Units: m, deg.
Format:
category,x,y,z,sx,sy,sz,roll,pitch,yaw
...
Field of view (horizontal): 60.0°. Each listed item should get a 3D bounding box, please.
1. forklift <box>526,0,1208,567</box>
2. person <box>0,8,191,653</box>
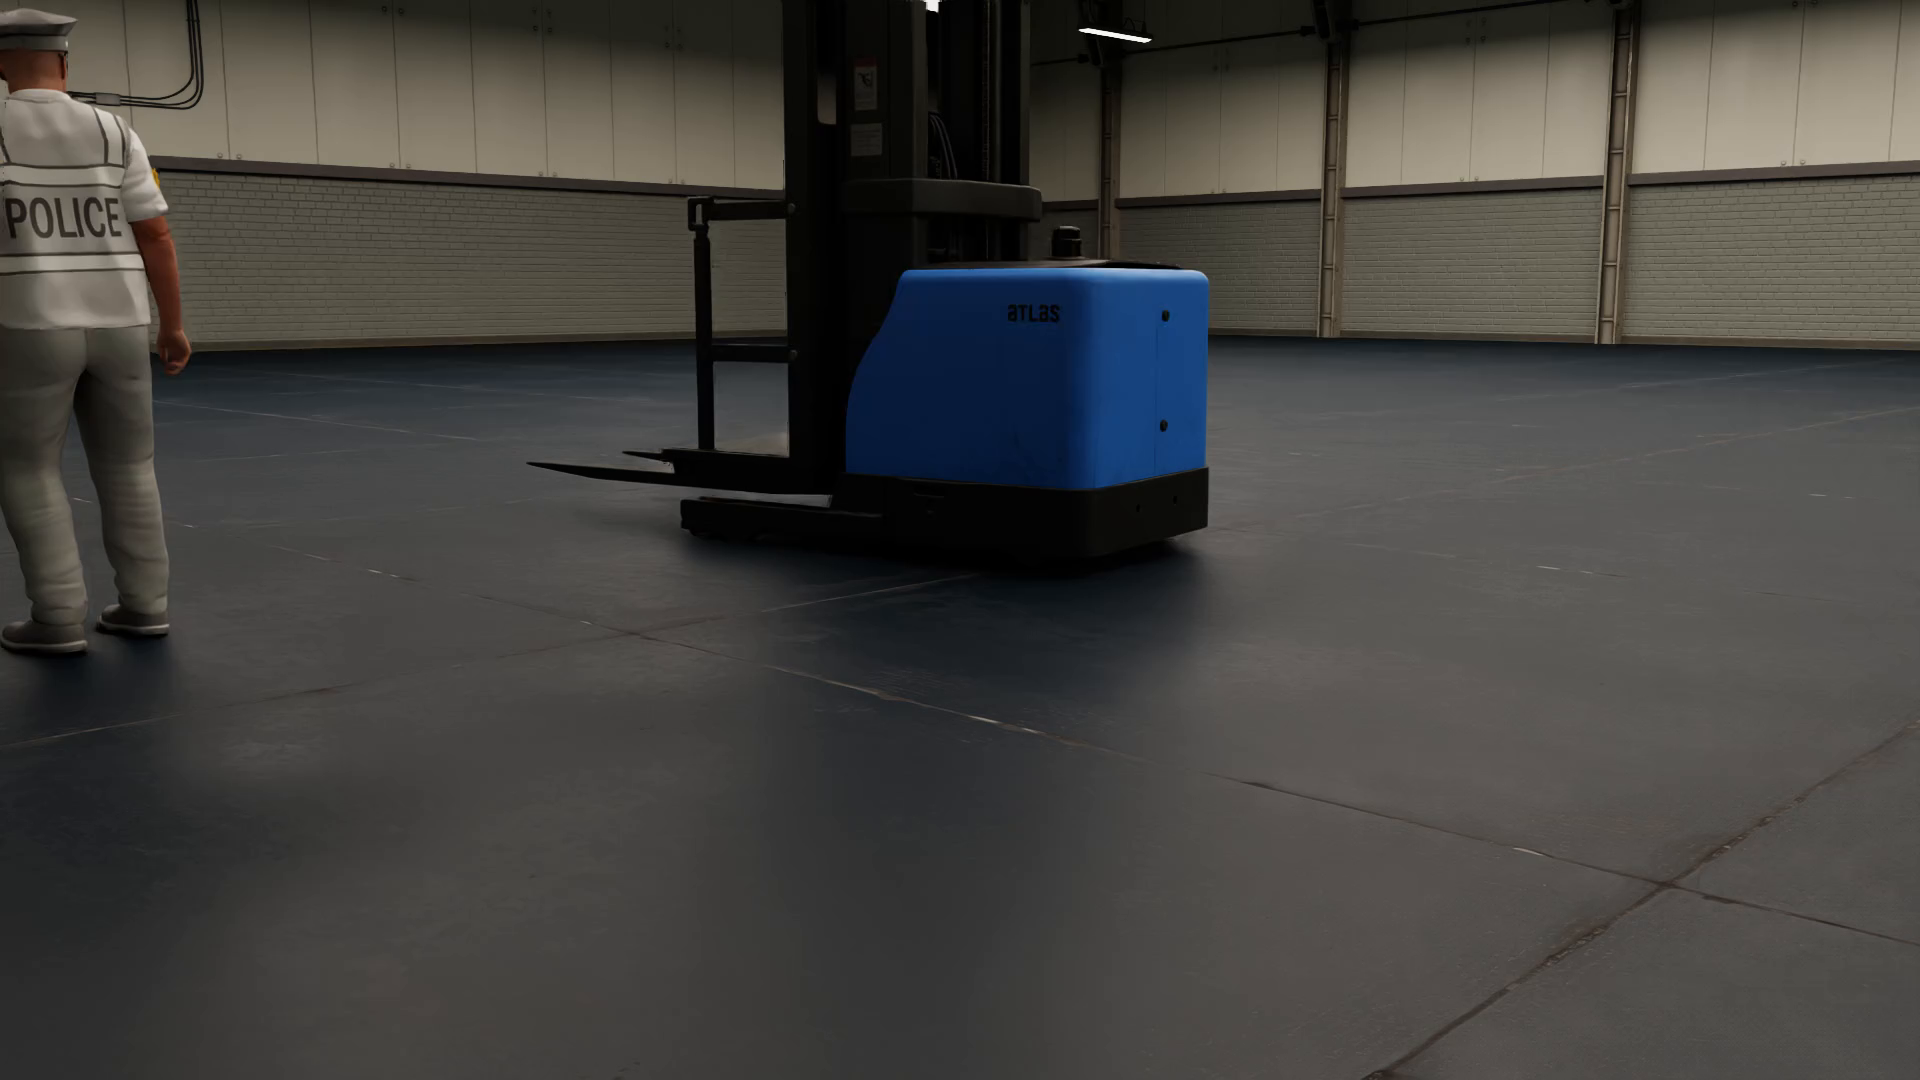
category,x,y,z,sx,sy,sz,roll,pitch,yaw
forklift,-0.531,-1.498,6.825,3.031,2.935,1.130,6,10,33
person,-2.506,-0.577,4.646,0.441,1.761,0.651,8,11,41
